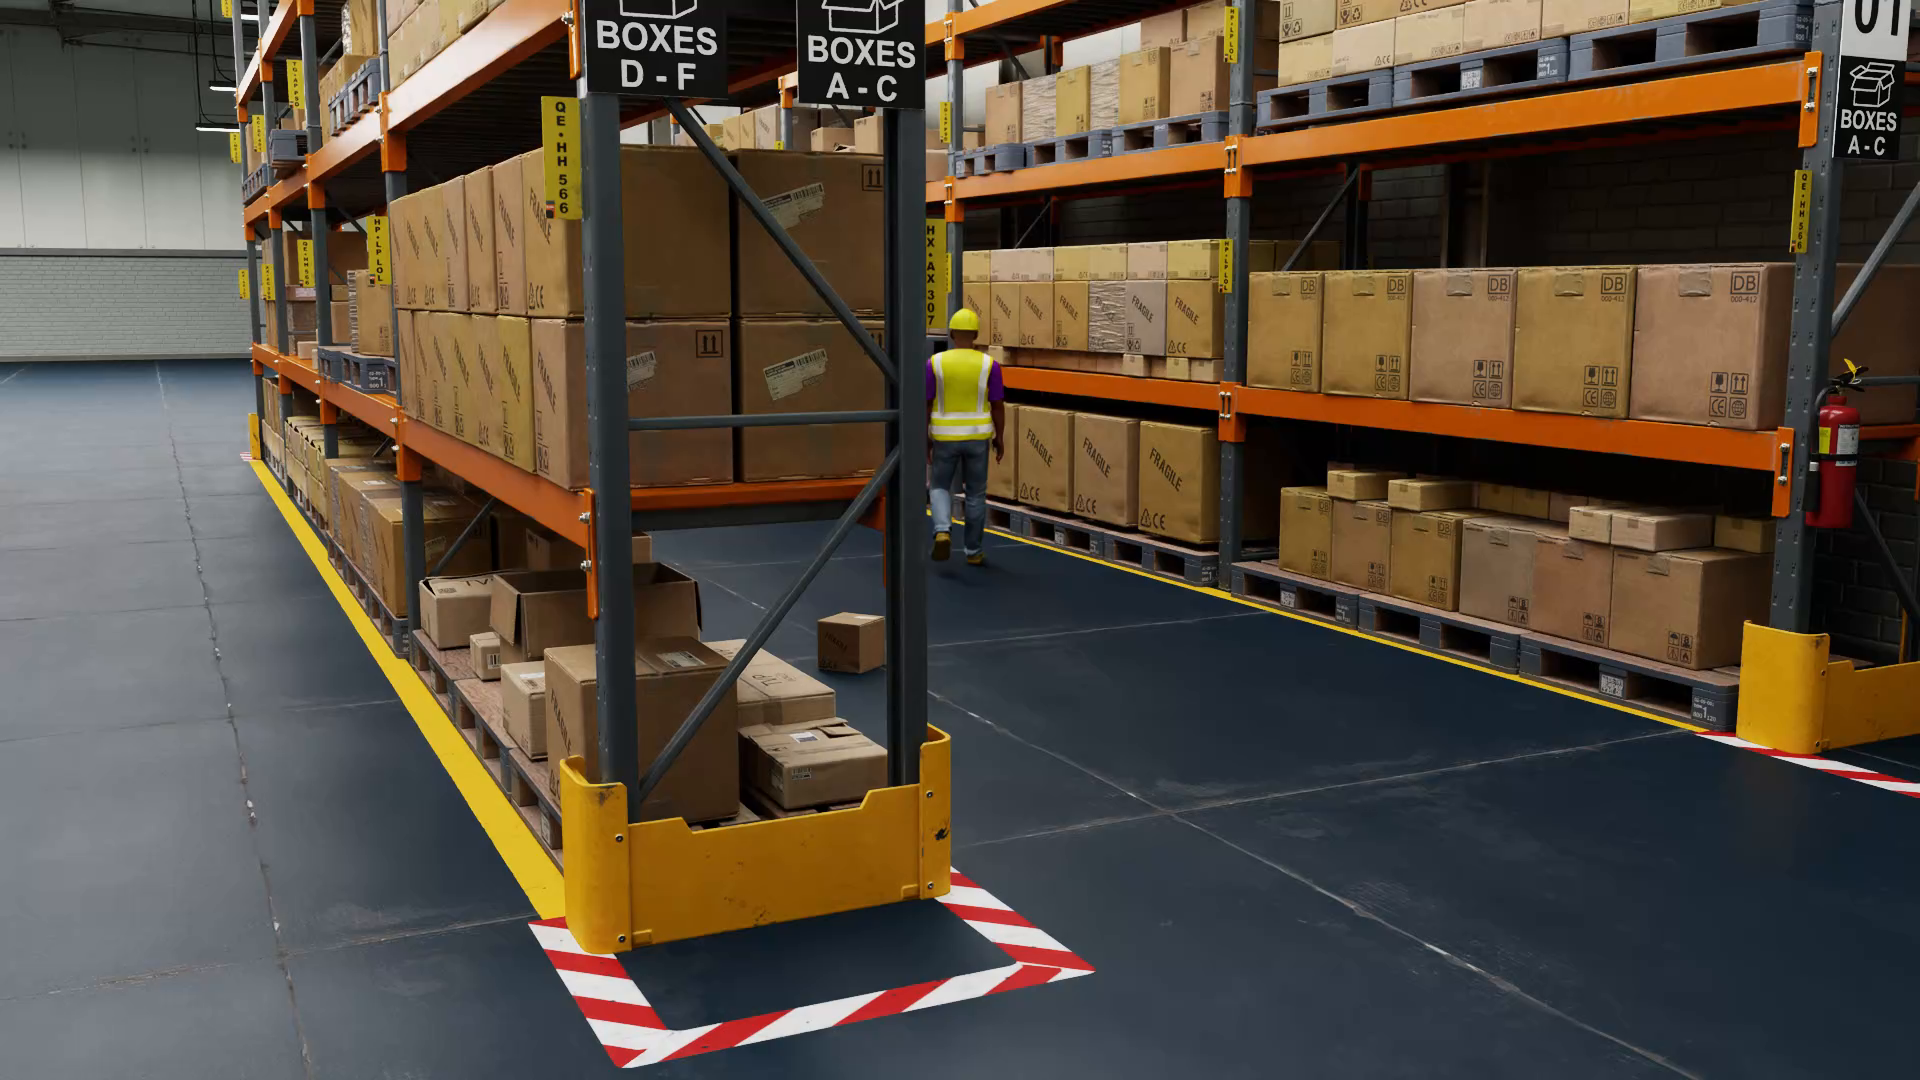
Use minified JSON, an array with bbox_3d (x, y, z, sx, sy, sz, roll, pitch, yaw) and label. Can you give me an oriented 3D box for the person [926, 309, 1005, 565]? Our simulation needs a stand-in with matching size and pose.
[{"bbox_3d":[0.011,-0.693,11.355,0.587,1.757,0.682,0,8,1],"label":"person"}]
